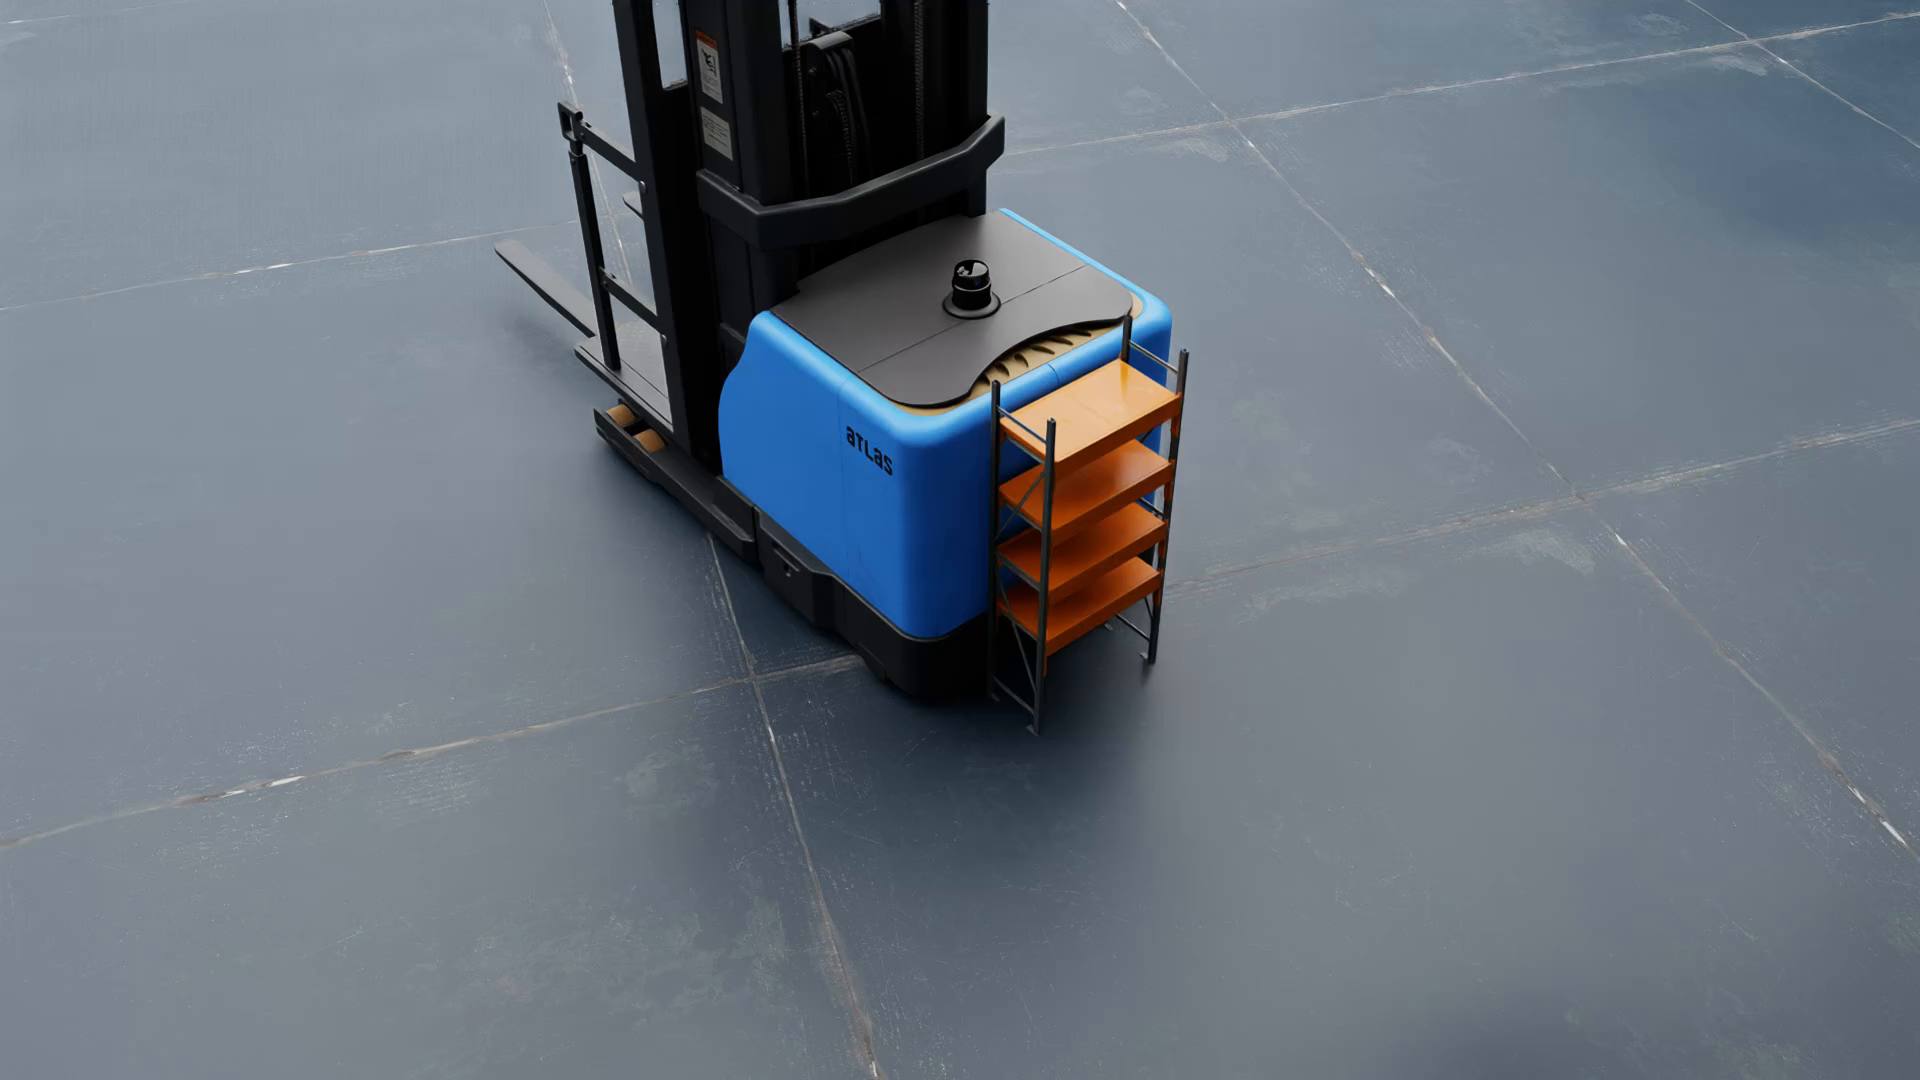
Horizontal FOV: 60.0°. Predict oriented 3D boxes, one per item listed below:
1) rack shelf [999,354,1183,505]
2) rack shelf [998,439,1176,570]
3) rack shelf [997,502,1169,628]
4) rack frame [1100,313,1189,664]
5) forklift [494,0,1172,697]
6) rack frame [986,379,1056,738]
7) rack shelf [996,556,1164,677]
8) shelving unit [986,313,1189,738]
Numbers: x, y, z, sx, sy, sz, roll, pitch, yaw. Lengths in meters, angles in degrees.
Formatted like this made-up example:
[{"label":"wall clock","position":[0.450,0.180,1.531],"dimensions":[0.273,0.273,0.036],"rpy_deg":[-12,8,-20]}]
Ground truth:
[{"label":"rack shelf","position":[0.353,-0.312,4.598],"dimensions":[0.480,0.148,0.258],"rpy_deg":[-29,49,-29]},{"label":"rack shelf","position":[0.353,-0.134,4.753],"dimensions":[0.480,0.148,0.258],"rpy_deg":[-29,49,-29]},{"label":"rack shelf","position":[0.353,0.035,4.901],"dimensions":[0.480,0.148,0.258],"rpy_deg":[-29,49,-29]},{"label":"rack frame","position":[0.540,-0.119,4.974],"dimensions":[0.015,1.200,0.240],"rpy_deg":[-29,49,-29]},{"label":"forklift","position":[-0.683,-1.525,5.267],"dimensions":[1.130,2.935,3.031],"rpy_deg":[-29,49,-29]},{"label":"rack frame","position":[0.166,0.087,4.739],"dimensions":[0.015,1.200,0.240],"rpy_deg":[-29,49,-29]},{"label":"rack shelf","position":[0.353,0.184,5.031],"dimensions":[0.480,0.148,0.258],"rpy_deg":[-29,49,-29]},{"label":"shelving unit","position":[0.353,-0.016,4.856],"dimensions":[0.503,1.200,0.258],"rpy_deg":[-29,49,-29]}]
